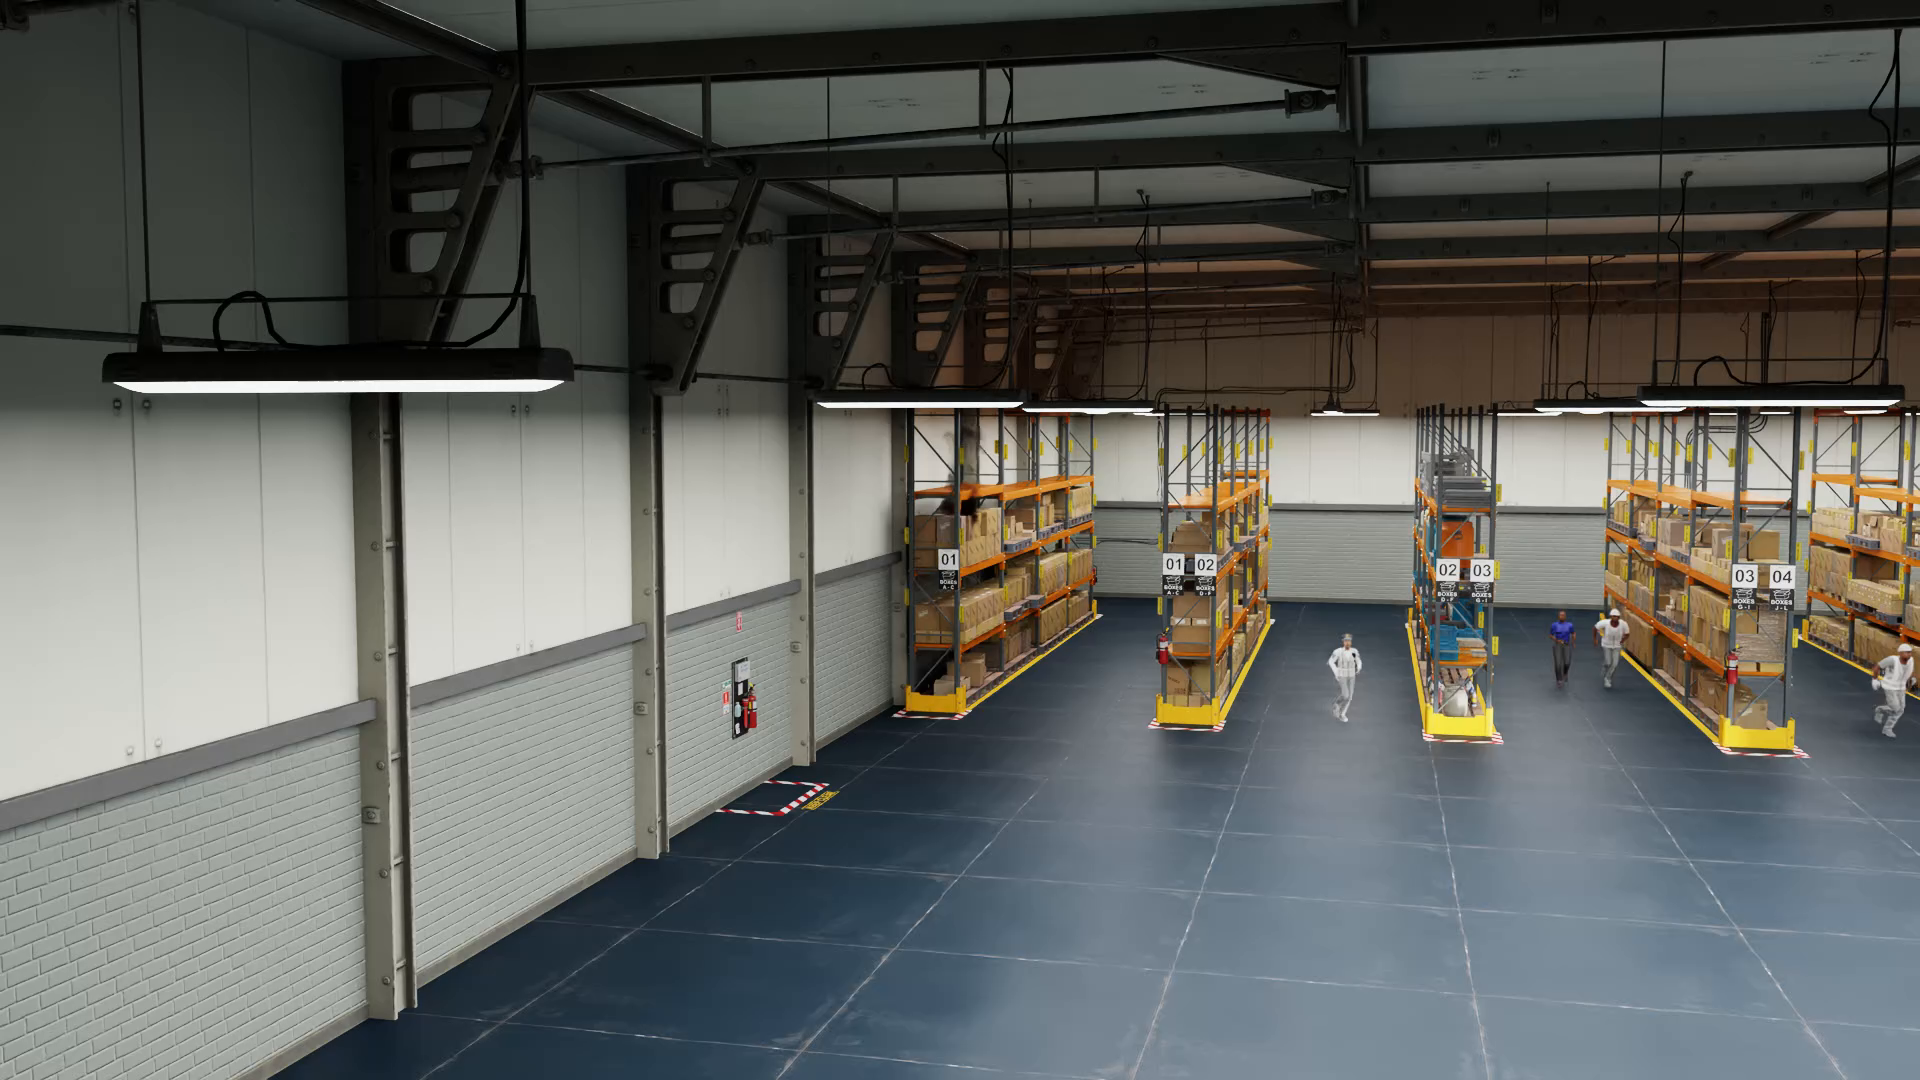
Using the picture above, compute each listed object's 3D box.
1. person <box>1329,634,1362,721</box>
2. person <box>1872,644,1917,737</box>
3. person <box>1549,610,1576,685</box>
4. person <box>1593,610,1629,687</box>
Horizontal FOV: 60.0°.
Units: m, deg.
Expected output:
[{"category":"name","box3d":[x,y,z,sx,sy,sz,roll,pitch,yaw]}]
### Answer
[{"category":"person","box3d":[7.333,2.601,31.455,0.598,1.666,0.544,0,4,-6]},{"category":"person","box3d":[16.876,2.702,30.017,0.674,1.701,0.756,-1,4,-16]},{"category":"person","box3d":[12.917,2.366,35.632,0.562,1.526,0.562,1,4,13]},{"category":"person","box3d":[13.925,2.306,35.537,0.689,1.685,0.719,0,4,5]}]
